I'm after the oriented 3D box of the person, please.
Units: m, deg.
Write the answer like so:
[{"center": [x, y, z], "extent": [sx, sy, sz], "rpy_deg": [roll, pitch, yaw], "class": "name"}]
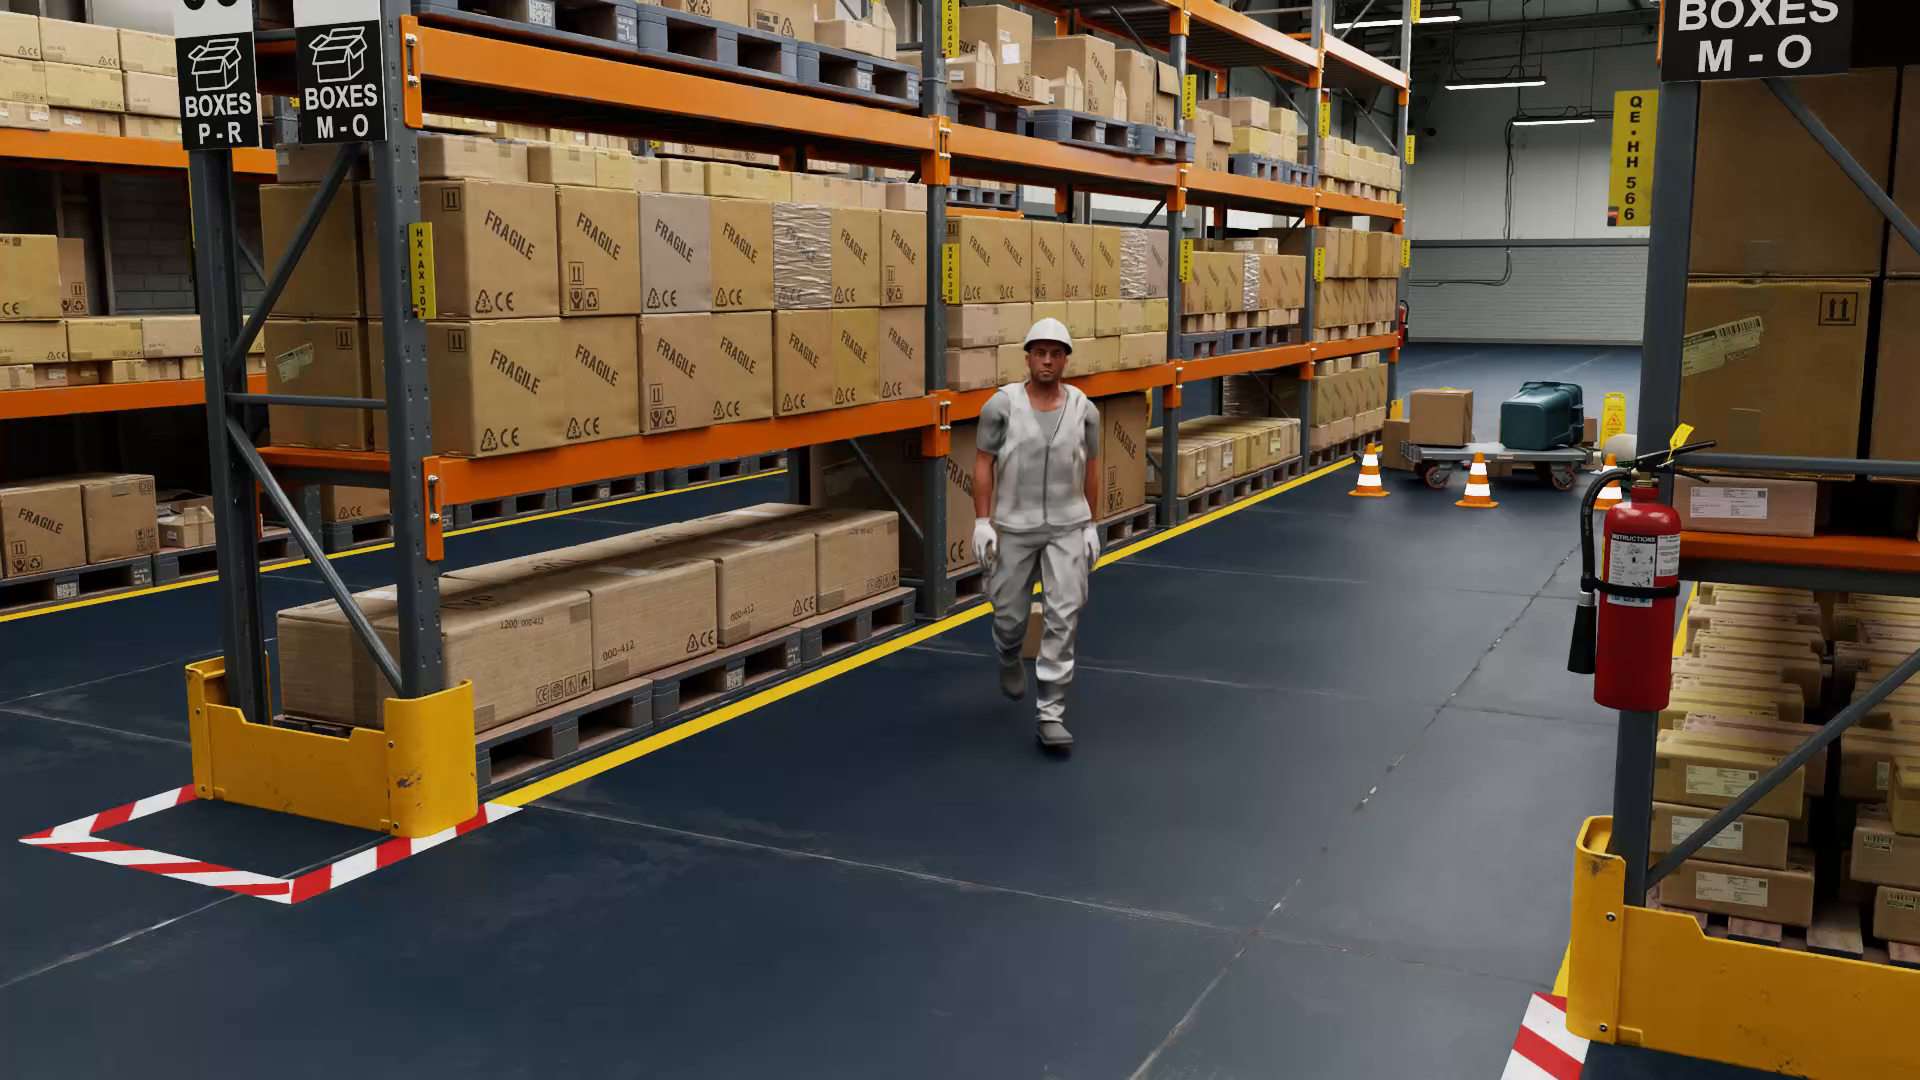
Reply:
[{"center": [0.318, -0.056, 7.072], "extent": [0.558, 1.771, 0.819], "rpy_deg": [-1, 9, -5], "class": "person"}]
